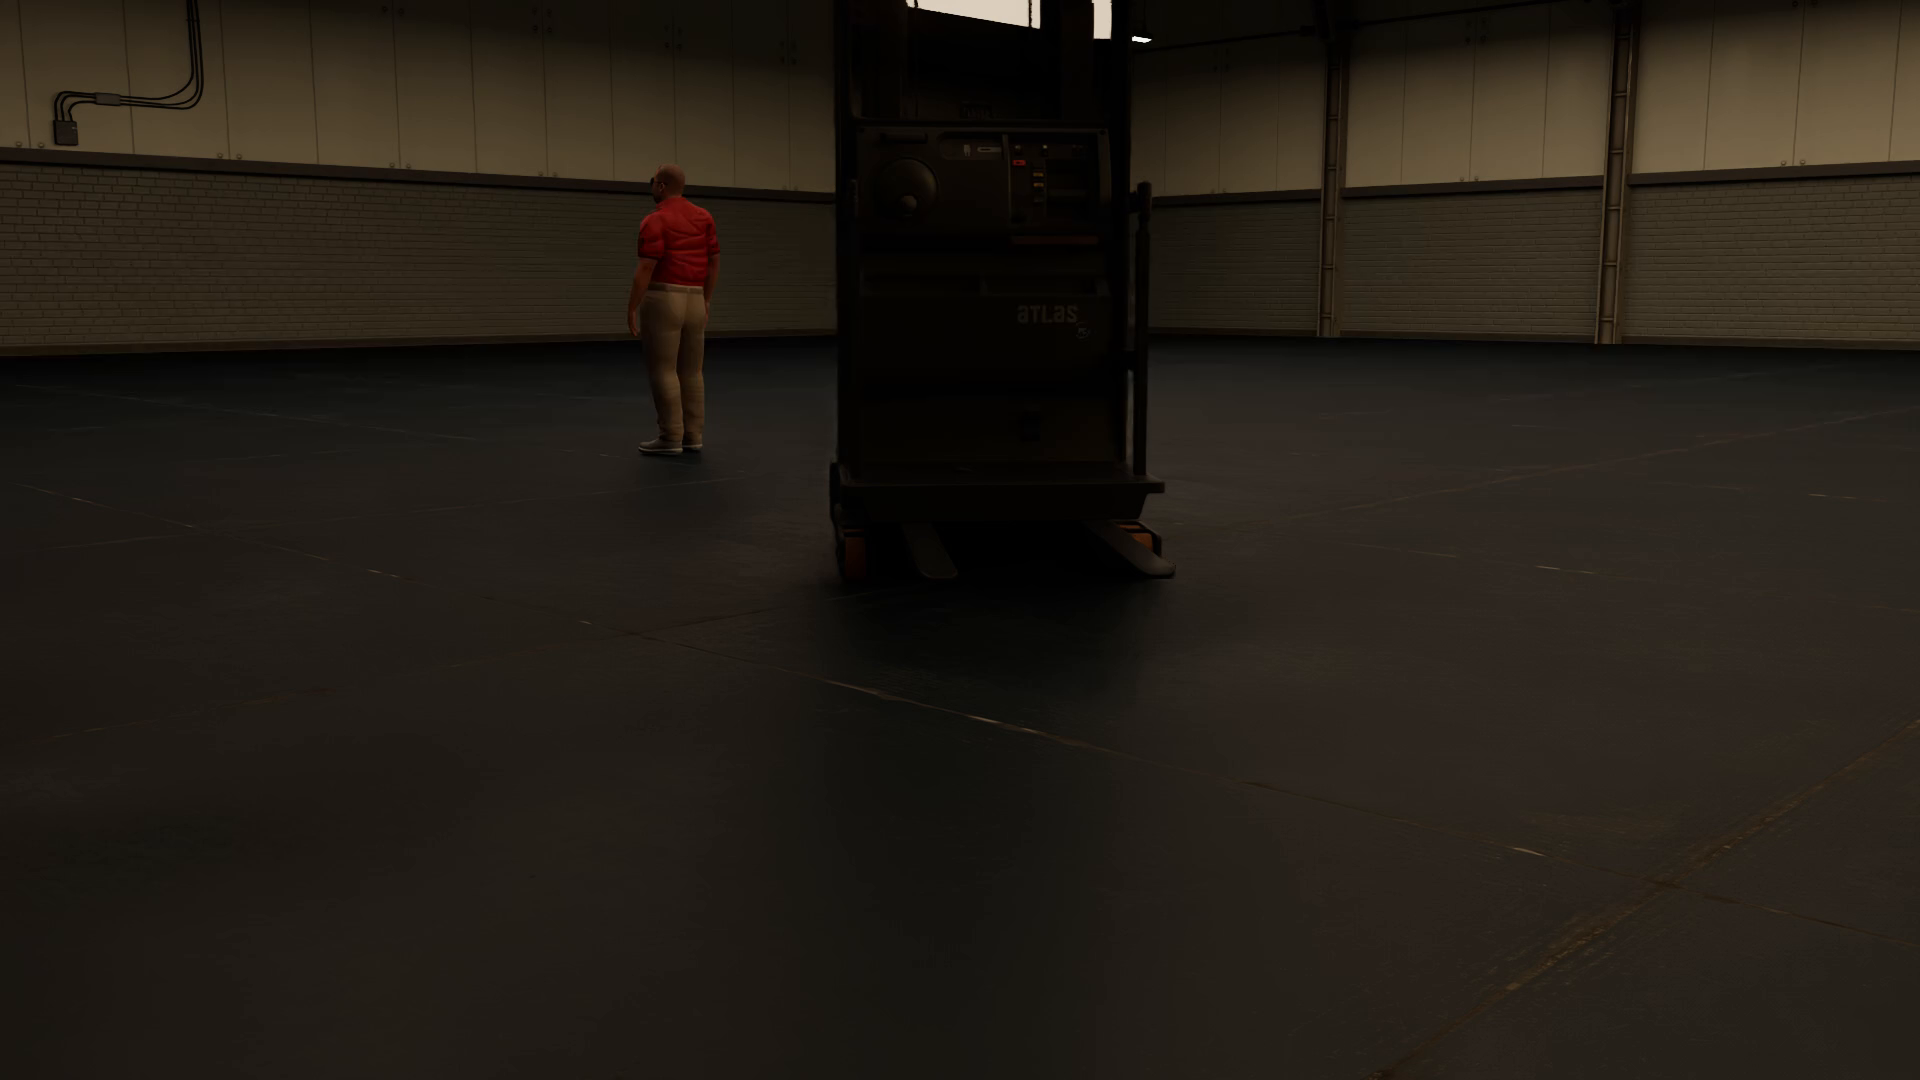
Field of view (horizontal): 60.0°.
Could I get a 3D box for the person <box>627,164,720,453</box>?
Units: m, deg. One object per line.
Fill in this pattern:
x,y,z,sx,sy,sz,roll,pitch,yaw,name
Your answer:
-1.796,-1.389,10.091,0.551,1.727,0.640,7,11,40,person

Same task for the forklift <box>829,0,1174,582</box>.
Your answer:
0.108,-1.353,5.859,1.130,2.935,3.031,-1,9,-5,forklift
